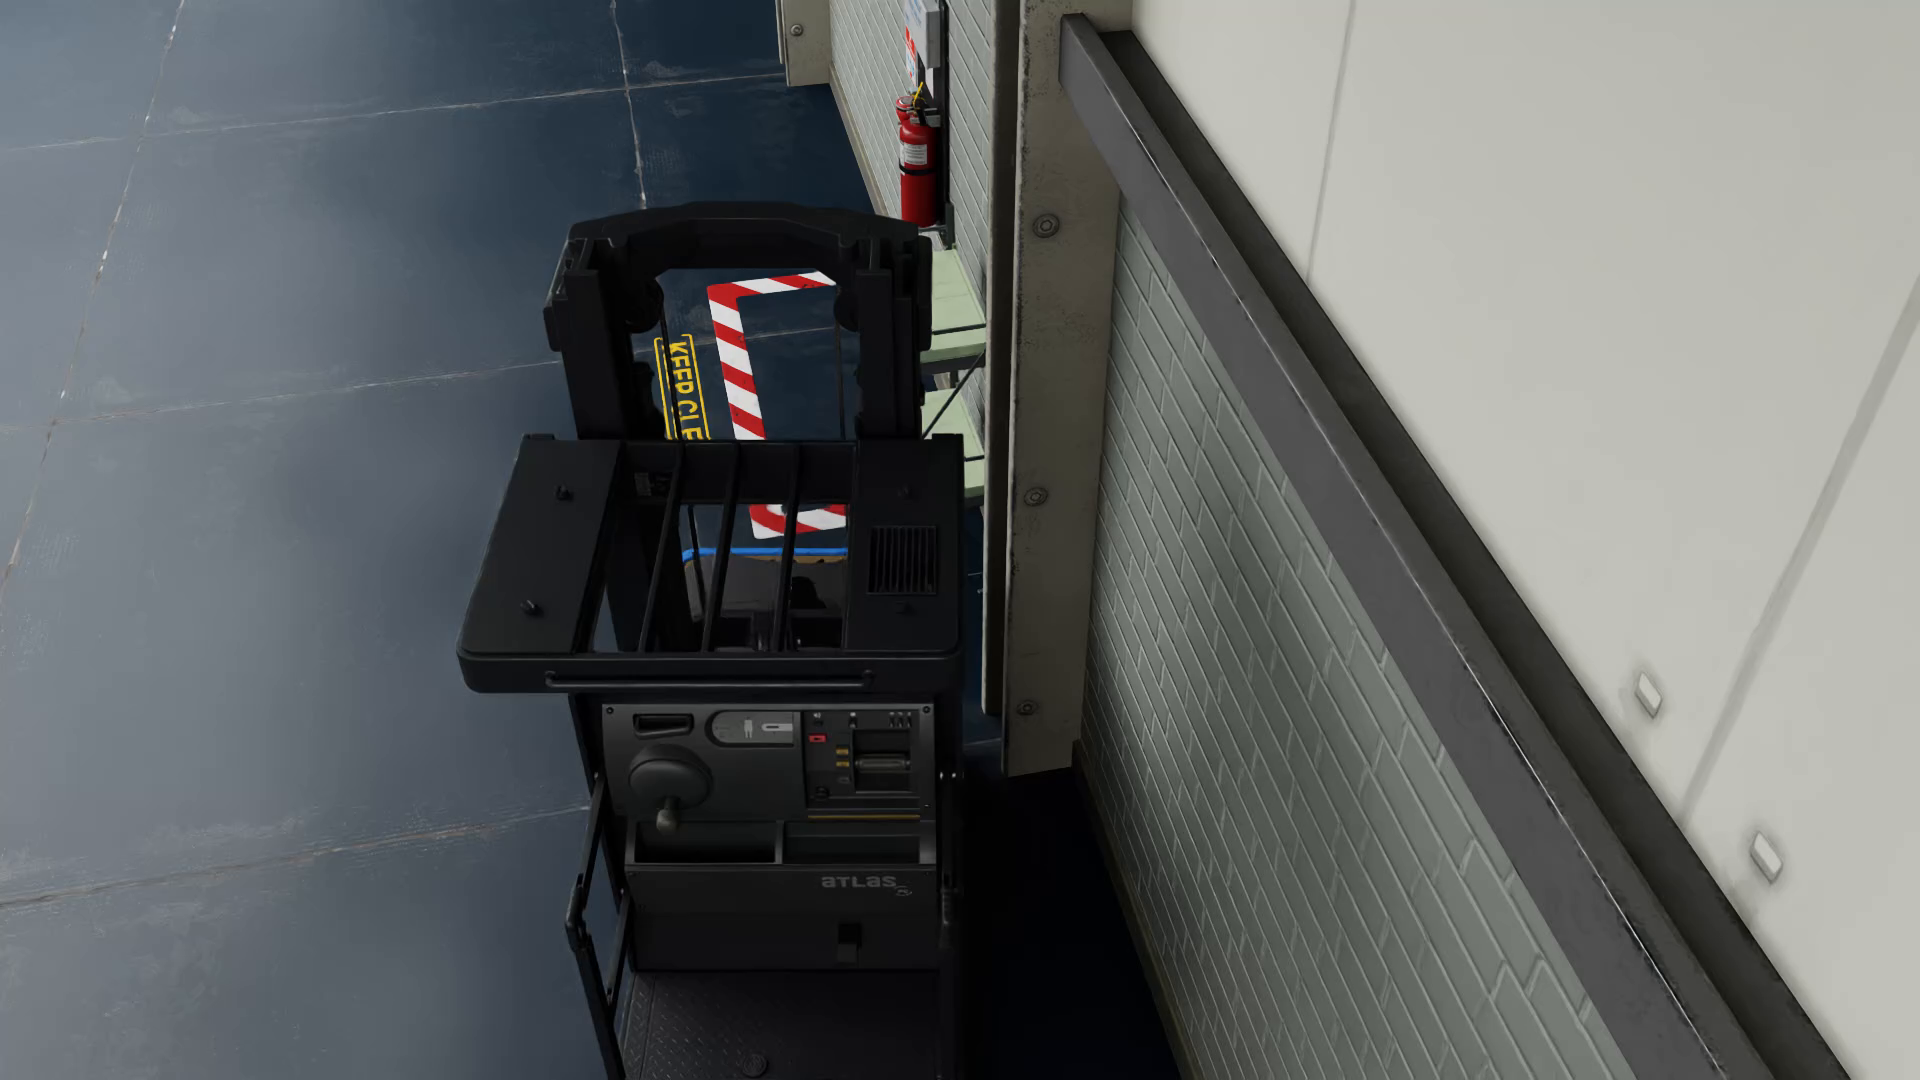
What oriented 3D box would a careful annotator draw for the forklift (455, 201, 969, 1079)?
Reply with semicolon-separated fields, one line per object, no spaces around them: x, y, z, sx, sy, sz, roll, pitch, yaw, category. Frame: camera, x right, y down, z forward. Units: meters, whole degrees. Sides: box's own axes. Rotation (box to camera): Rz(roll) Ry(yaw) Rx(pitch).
-0.531;0.710;4.524;1.130;2.935;3.031;0;42;0;forklift

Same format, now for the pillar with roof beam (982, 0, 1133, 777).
-3.924;-1.972;2.975;9.100;9.000;0.400;-8;42;-9;pillar with roof beam

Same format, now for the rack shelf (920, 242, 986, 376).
-0.132;-0.839;6.753;0.431;0.370;0.720;-9;42;-9;rack shelf

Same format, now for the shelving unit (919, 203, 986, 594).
-0.125;-0.548;7.013;0.431;1.500;0.755;-9;42;-9;shelving unit

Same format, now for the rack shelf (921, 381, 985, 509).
-0.119;-0.306;7.230;0.431;0.370;0.720;-9;42;-9;rack shelf

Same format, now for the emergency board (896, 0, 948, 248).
-0.216;-1.953;7.472;0.194;1.169;0.643;-8;42;-9;emergency board

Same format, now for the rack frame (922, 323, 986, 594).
-0.043;-0.312;6.746;0.400;1.500;0.023;-9;42;-9;rack frame

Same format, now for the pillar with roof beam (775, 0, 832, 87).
-5.219;-5.862;7.357;9.100;9.000;0.400;-8;42;-9;pillar with roof beam

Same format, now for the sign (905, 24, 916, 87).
-0.235;-2.340;7.881;0.001;0.329;0.234;-8;42;-9;sign

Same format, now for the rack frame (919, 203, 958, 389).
-0.207;-0.785;7.280;0.400;1.500;0.023;-9;42;-9;rack frame
